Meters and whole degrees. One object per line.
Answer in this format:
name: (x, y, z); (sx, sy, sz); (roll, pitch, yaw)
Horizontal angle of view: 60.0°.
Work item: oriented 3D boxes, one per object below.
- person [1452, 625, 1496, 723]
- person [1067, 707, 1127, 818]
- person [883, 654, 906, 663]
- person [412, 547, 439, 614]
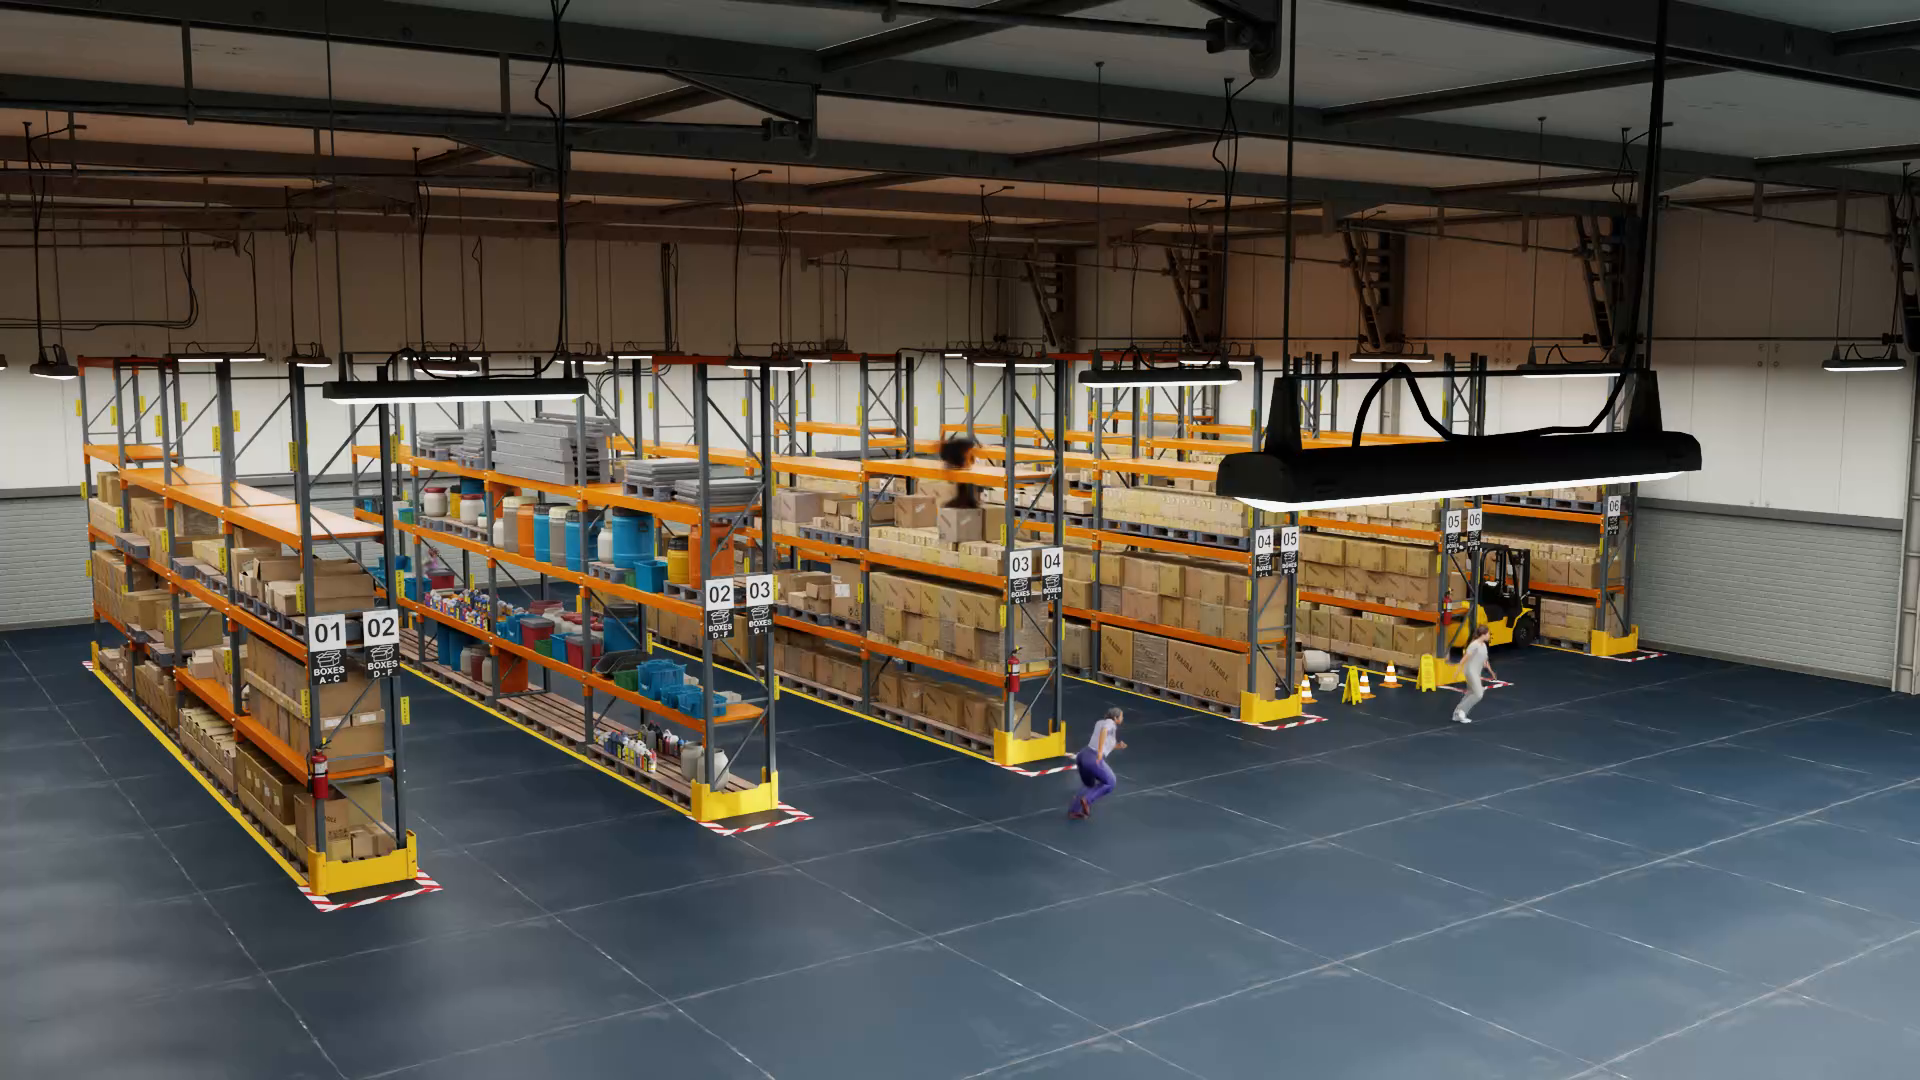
person: (8.465, 2.211, 27.395); (0.605, 1.633, 0.569); (5, 9, 36)
person: (1.837, 2.956, 21.900); (0.854, 1.469, 0.642); (-2, 7, -17)
person: (-1.346, 1.573, 32.555); (0.888, 1.591, 0.526); (7, 10, 44)
person: (-12.097, 0.953, 37.808); (0.757, 1.548, 0.653); (0, 7, -4)
